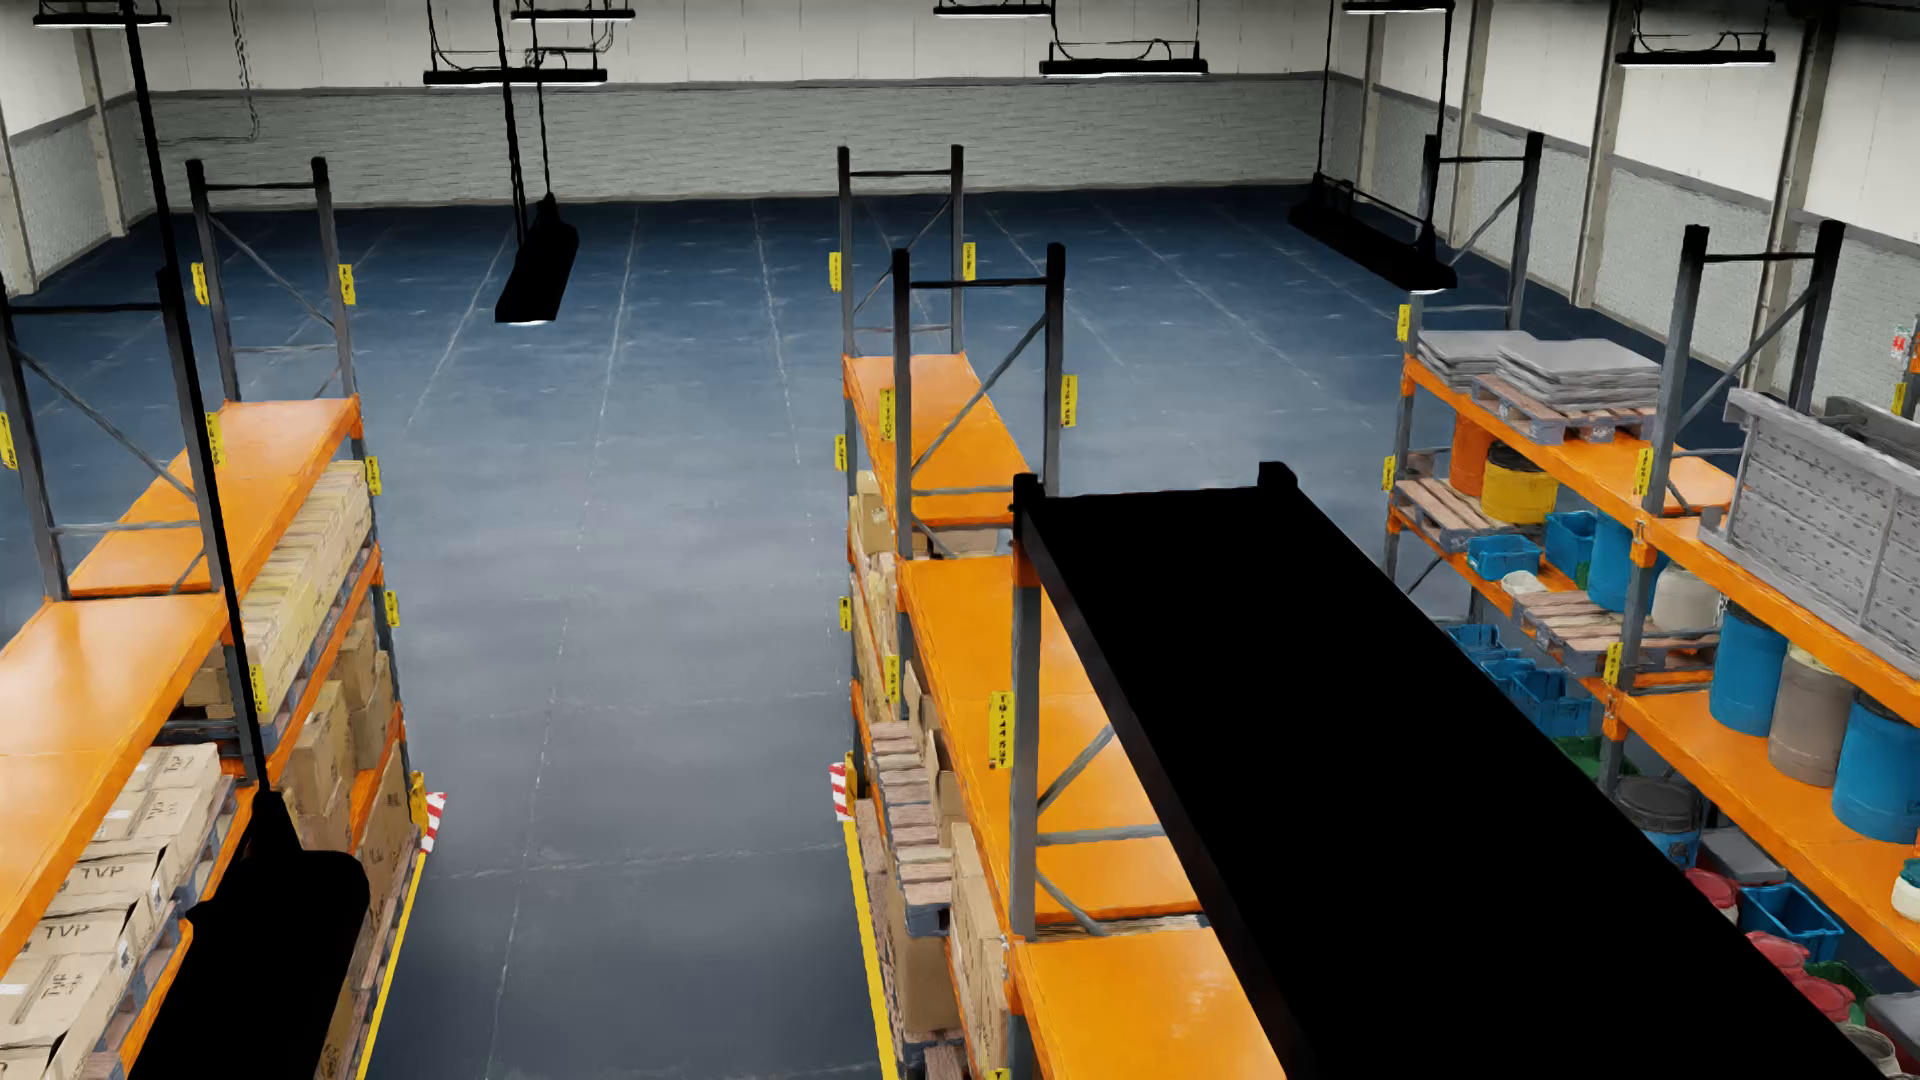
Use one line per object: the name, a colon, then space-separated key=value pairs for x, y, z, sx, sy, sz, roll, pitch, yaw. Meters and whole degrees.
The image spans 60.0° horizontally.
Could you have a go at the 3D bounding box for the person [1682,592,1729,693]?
person: x=7.984 y=0.790 z=17.241 sx=0.588 sy=1.753 sz=0.772 roll=13 pitch=25 yaw=29
